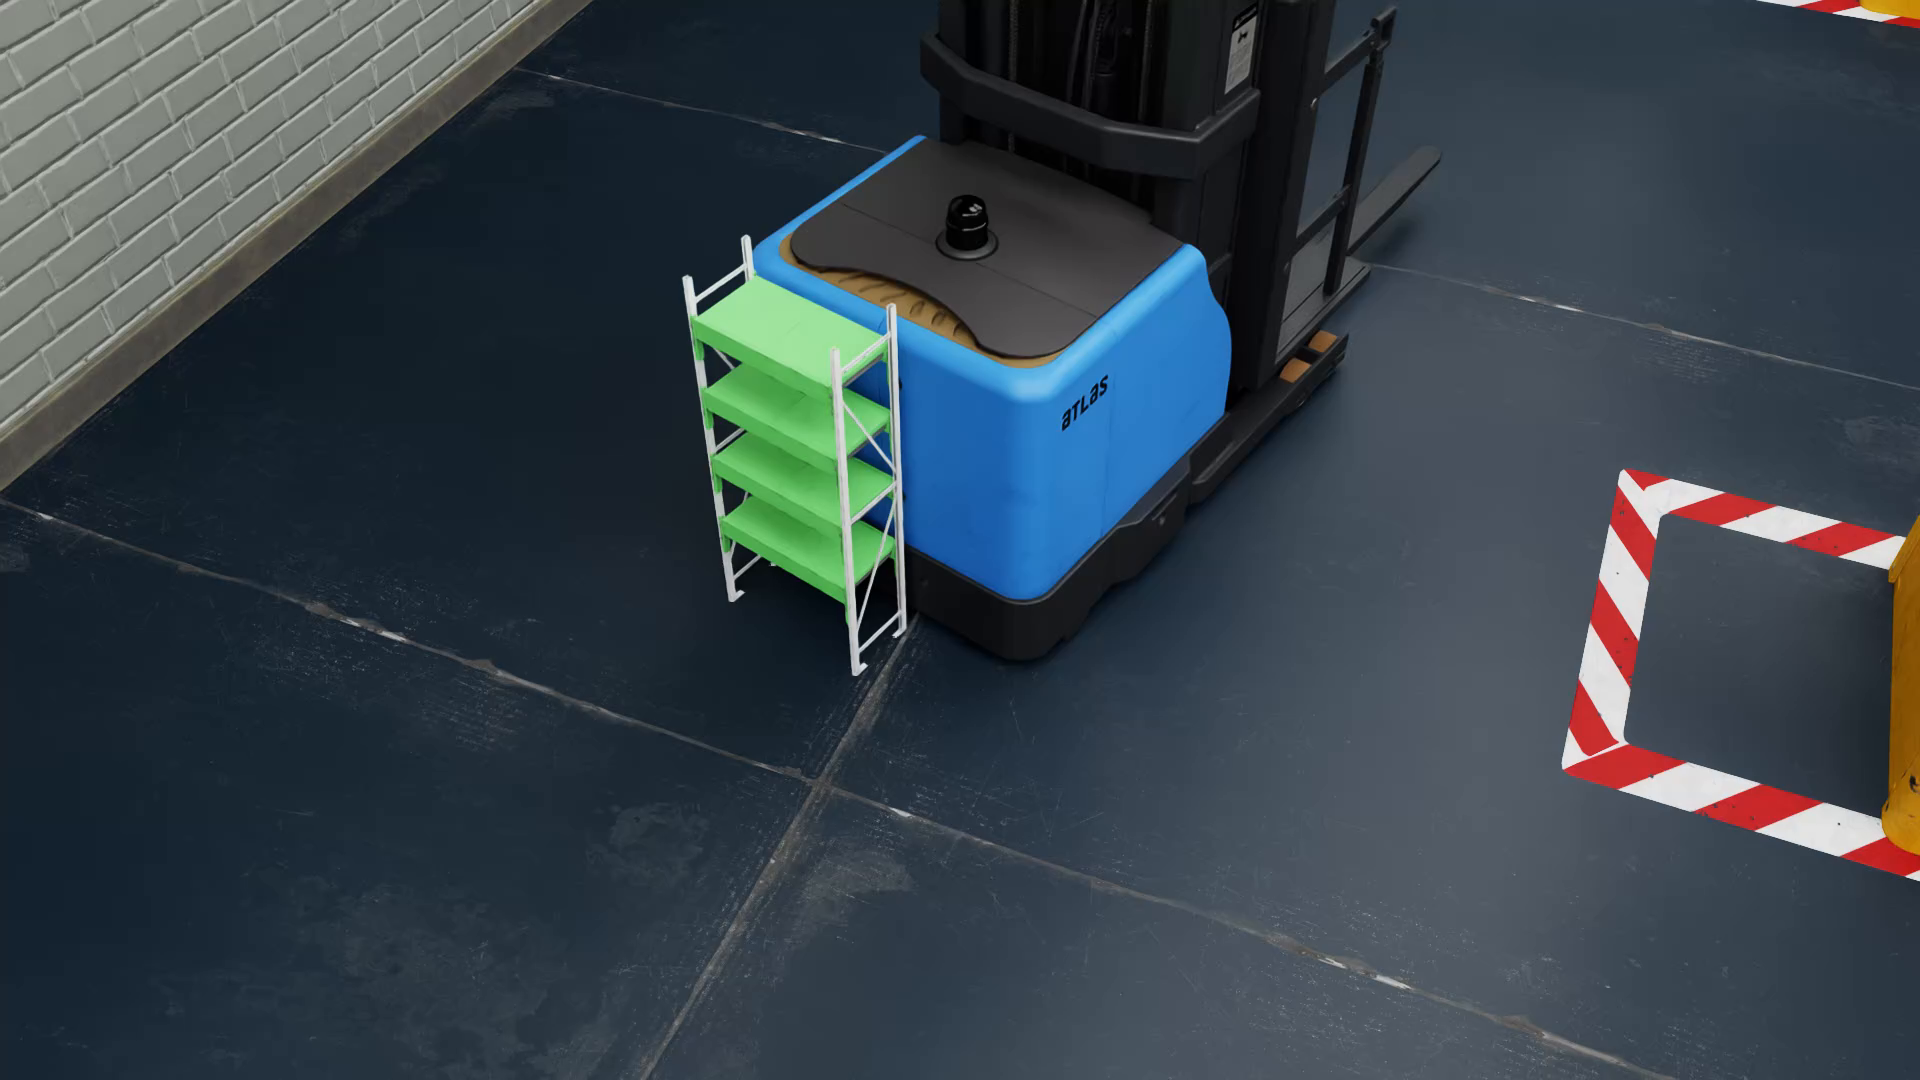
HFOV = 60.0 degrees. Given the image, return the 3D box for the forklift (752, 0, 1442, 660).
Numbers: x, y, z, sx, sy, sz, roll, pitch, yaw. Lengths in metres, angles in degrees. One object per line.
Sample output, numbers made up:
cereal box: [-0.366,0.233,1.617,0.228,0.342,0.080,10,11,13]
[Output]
forklift: [0.693,-1.684,4.864,1.130,2.935,3.031,28,51,25]

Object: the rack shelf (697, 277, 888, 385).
rack shelf: [-0.432,-0.532,4.269,0.457,0.021,0.221,28,51,25]

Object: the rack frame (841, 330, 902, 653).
rack frame: [-0.237,-0.096,4.496,0.006,1.046,0.228,28,51,25]

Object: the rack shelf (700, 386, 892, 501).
rack shelf: [-0.432,-0.325,4.476,0.480,0.148,0.258,28,51,25]

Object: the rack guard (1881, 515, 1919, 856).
rack guard: [2.841,0.299,4.595,0.348,0.500,1.175,16,47,16]

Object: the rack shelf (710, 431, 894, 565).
rack shelf: [-0.432,-0.154,4.645,0.480,0.148,0.258,28,51,25]

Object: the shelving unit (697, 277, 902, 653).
shelving unit: [-0.429,-0.198,4.598,0.487,1.046,0.258,28,51,25]
